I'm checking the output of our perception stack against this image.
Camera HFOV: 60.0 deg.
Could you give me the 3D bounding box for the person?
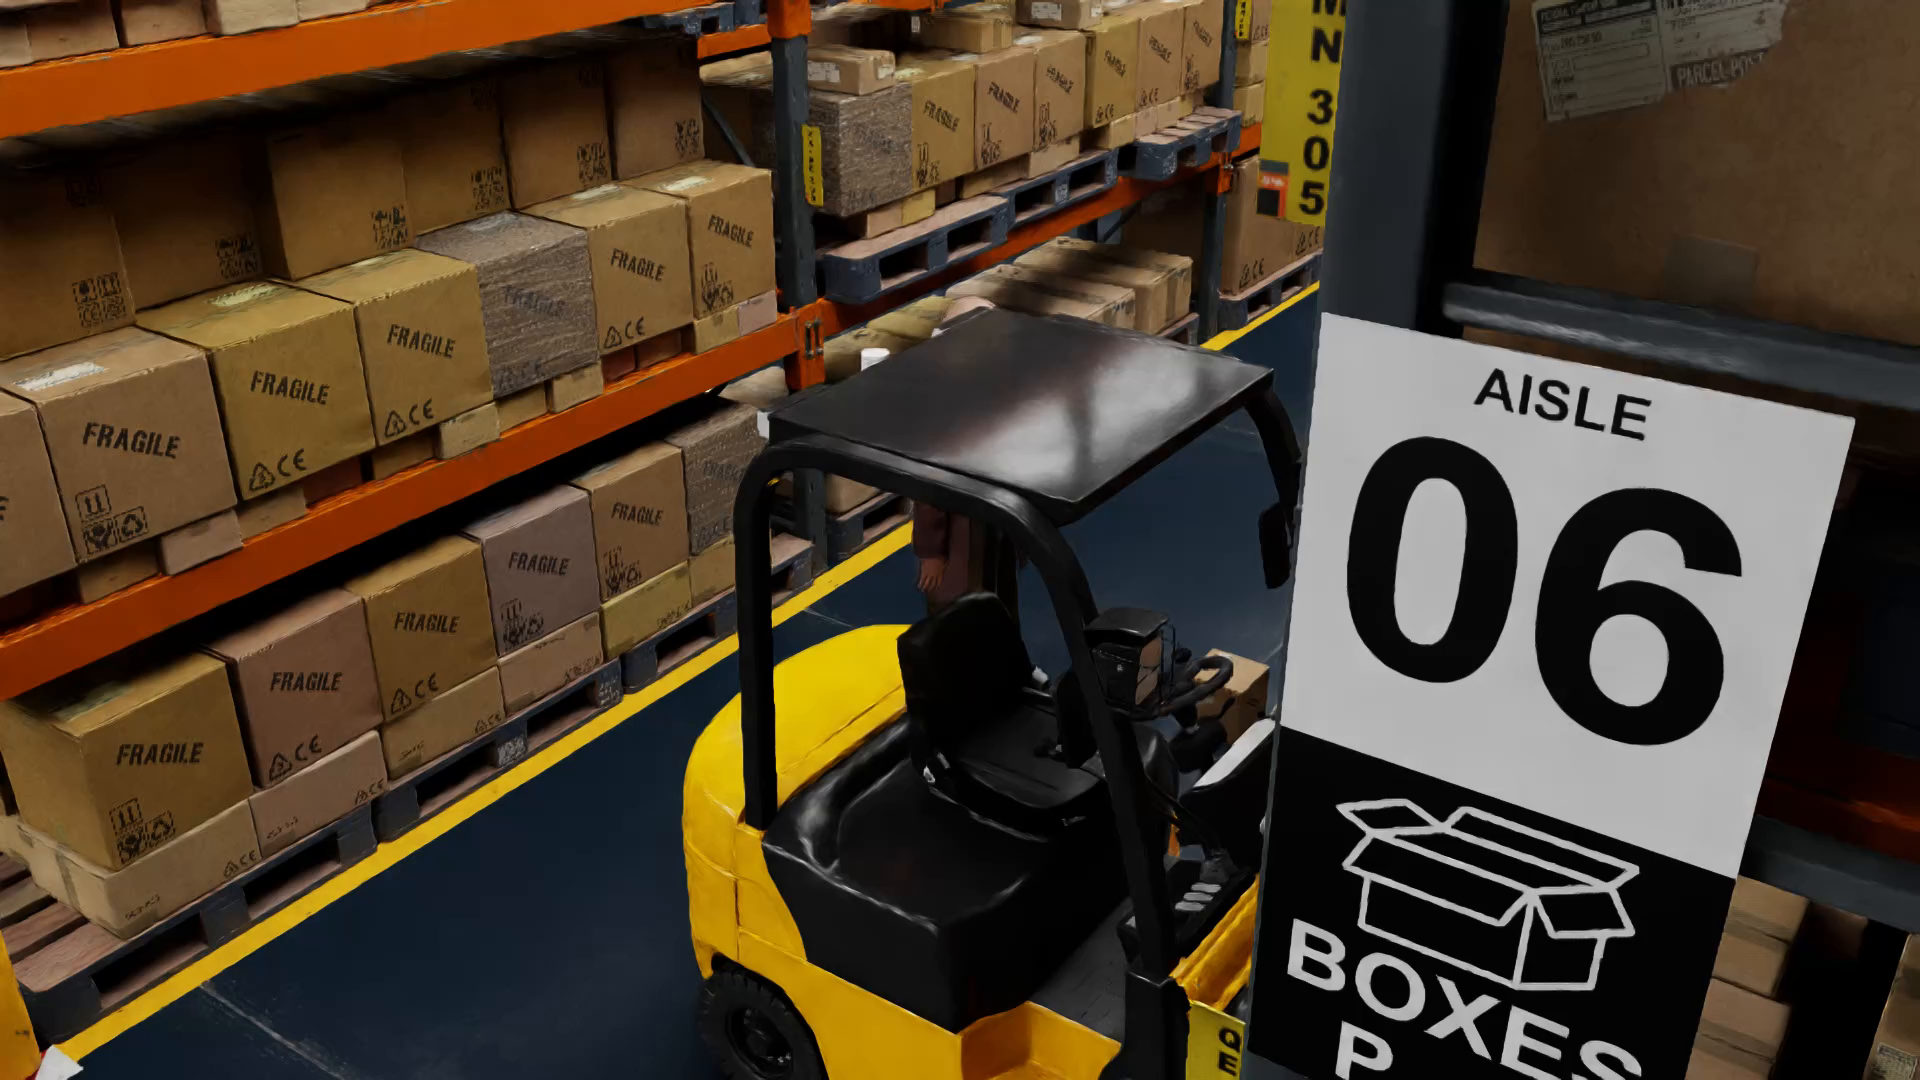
[{"bbox_3d":[0.090,0.027,6.203,0.461,1.662,0.628,10,28,19],"label":"person"}]
